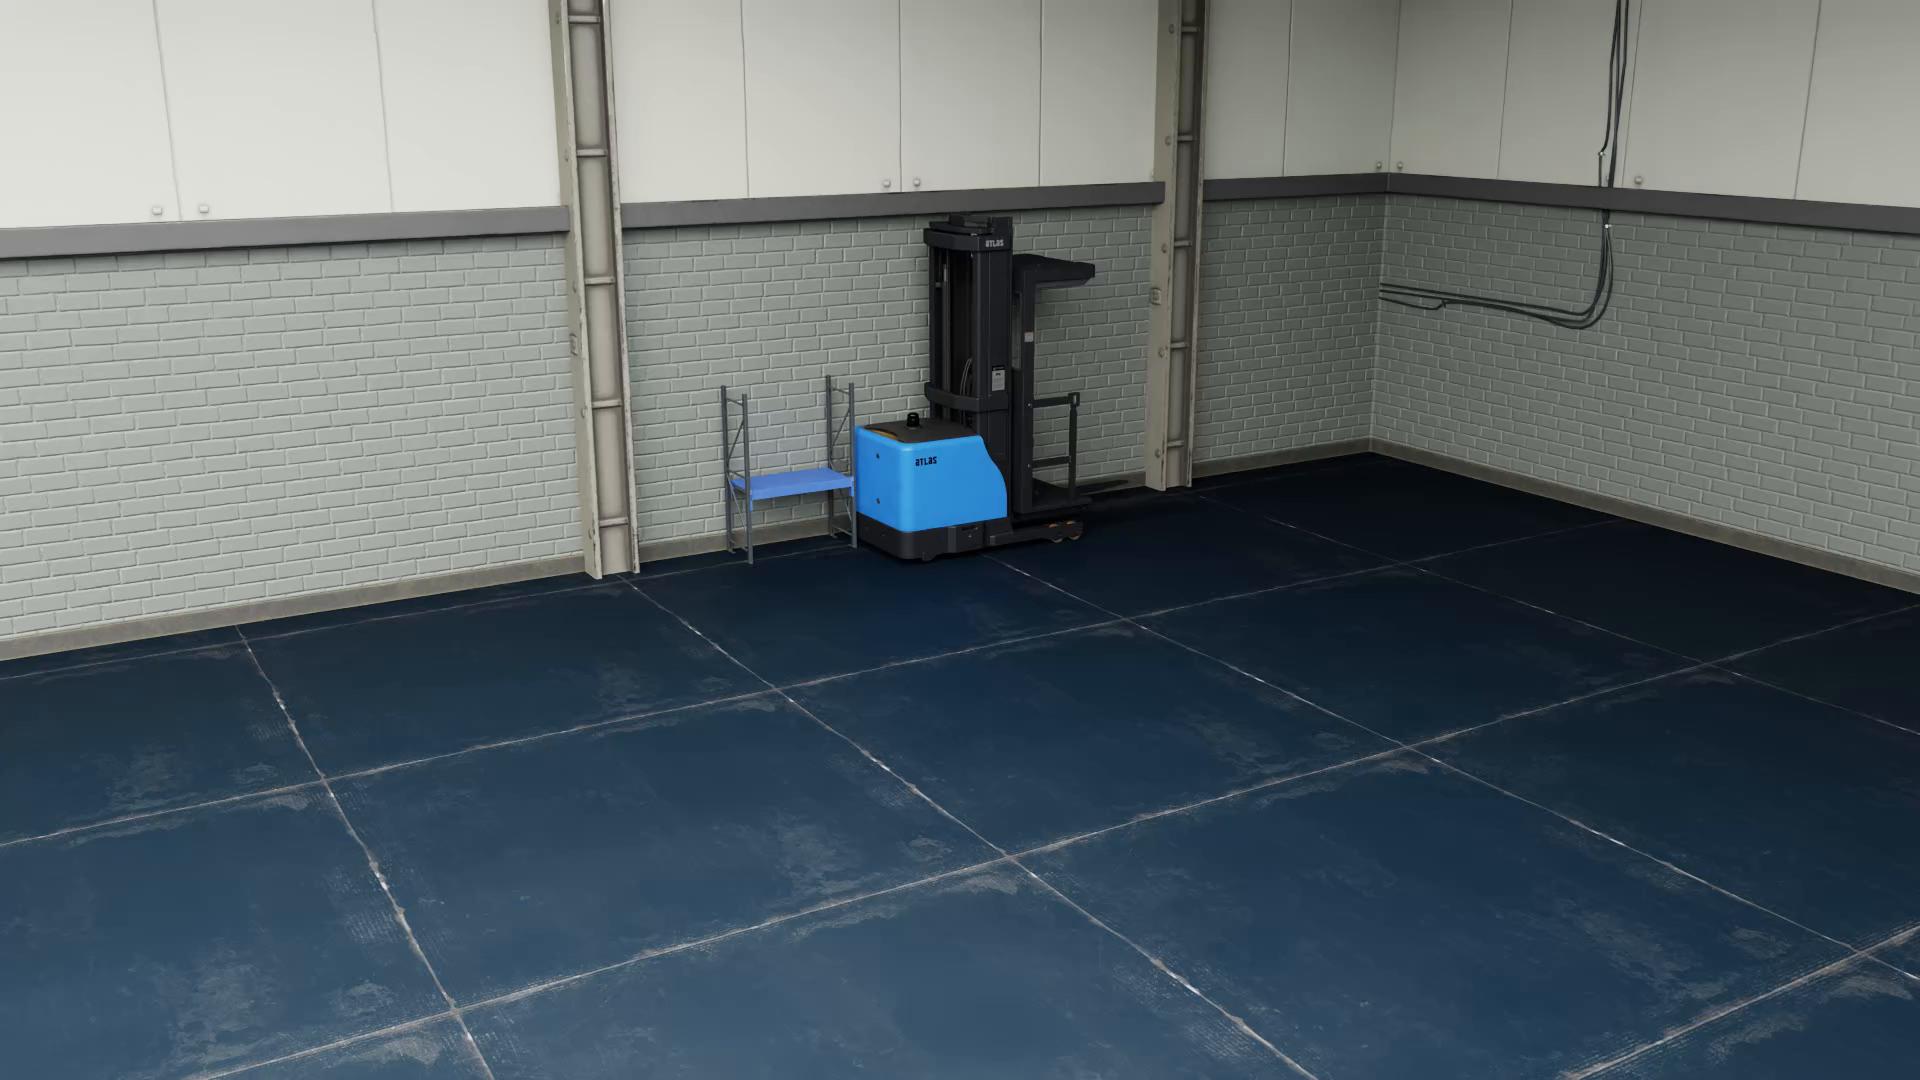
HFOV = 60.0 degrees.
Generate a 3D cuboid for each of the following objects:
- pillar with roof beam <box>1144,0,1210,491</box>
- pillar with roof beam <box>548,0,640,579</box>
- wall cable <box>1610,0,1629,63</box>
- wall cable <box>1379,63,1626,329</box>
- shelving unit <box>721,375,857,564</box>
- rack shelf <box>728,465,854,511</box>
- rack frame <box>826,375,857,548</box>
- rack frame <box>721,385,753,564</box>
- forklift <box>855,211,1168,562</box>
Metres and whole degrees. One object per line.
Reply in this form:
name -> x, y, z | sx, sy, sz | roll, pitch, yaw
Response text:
pillar with roof beam -> 4.373, -3.902, 12.496 | 0.400, 9.000, 9.100 | -9, 18, -30
pillar with roof beam -> -0.771, -3.068, 9.521 | 0.400, 9.000, 9.100 | -9, 18, -30
wall cable -> 6.755, -5.312, 13.924 | 0.112, 2.526, 3.097 | -9, 18, -30
wall cable -> 5.362, -3.506, 16.838 | 0.112, 2.526, 3.097 | -9, 18, -30
shelving unit -> -1.508, -0.641, 14.758 | 1.048, 1.500, 0.538 | -9, 18, -29
rack shelf -> -1.508, -0.468, 14.806 | 1.000, 0.185, 0.538 | -9, 18, -29
rack frame -> -1.071, -0.711, 15.008 | 0.032, 1.500, 0.500 | -9, 18, -29
rack frame -> -1.946, -0.571, 14.508 | 0.032, 1.500, 0.500 | -9, 18, -29
forklift -> 0.536, -1.500, 15.172 | 3.031, 2.935, 1.130 | -9, 18, -30
